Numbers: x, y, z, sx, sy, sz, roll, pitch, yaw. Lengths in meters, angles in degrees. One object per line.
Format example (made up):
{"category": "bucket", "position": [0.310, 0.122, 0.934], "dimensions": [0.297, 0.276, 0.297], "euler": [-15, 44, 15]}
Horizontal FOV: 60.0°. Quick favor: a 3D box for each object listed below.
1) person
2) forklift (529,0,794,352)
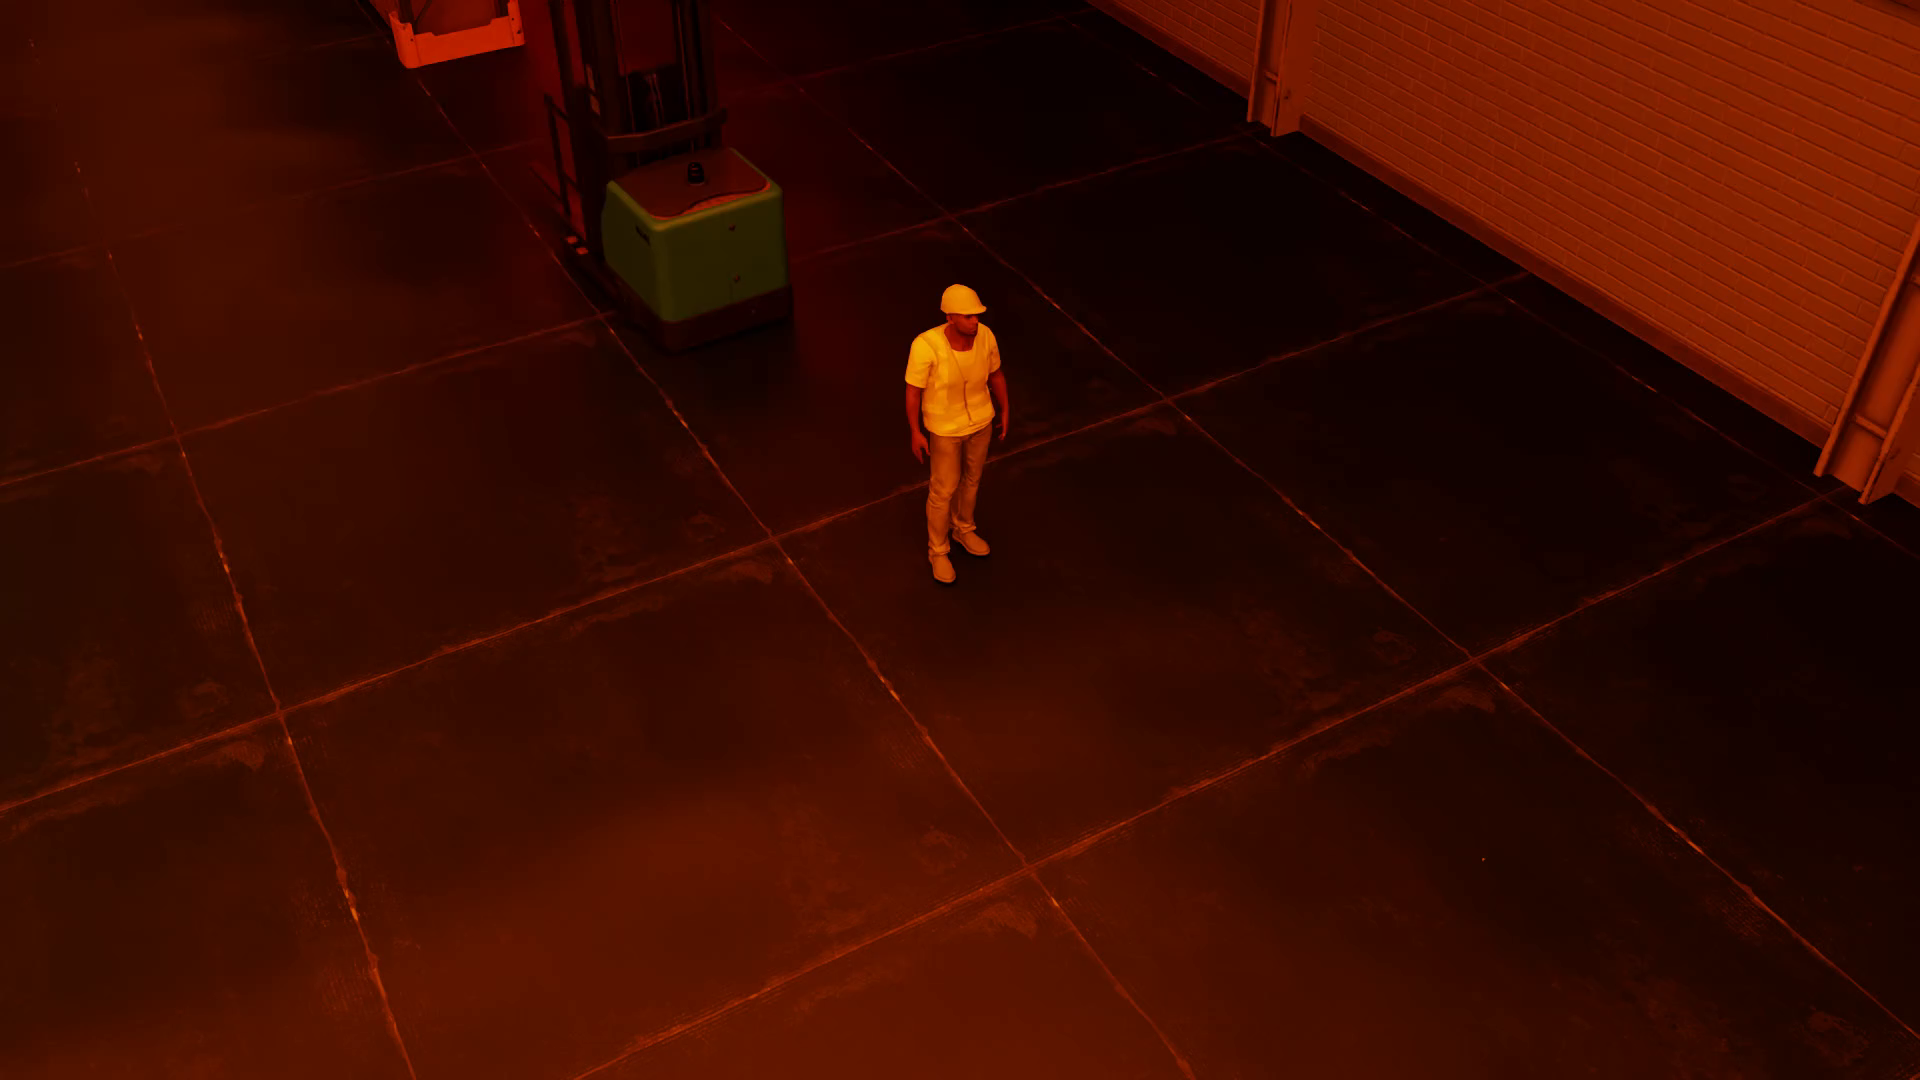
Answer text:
{"category": "person", "position": [0.030, -0.645, 9.714], "dimensions": [0.665, 1.768, 0.575], "euler": [-20, 44, -23]}
{"category": "forklift", "position": [-2.454, -3.379, 12.110], "dimensions": [1.130, 2.935, 3.031], "euler": [-23, 45, -25]}
